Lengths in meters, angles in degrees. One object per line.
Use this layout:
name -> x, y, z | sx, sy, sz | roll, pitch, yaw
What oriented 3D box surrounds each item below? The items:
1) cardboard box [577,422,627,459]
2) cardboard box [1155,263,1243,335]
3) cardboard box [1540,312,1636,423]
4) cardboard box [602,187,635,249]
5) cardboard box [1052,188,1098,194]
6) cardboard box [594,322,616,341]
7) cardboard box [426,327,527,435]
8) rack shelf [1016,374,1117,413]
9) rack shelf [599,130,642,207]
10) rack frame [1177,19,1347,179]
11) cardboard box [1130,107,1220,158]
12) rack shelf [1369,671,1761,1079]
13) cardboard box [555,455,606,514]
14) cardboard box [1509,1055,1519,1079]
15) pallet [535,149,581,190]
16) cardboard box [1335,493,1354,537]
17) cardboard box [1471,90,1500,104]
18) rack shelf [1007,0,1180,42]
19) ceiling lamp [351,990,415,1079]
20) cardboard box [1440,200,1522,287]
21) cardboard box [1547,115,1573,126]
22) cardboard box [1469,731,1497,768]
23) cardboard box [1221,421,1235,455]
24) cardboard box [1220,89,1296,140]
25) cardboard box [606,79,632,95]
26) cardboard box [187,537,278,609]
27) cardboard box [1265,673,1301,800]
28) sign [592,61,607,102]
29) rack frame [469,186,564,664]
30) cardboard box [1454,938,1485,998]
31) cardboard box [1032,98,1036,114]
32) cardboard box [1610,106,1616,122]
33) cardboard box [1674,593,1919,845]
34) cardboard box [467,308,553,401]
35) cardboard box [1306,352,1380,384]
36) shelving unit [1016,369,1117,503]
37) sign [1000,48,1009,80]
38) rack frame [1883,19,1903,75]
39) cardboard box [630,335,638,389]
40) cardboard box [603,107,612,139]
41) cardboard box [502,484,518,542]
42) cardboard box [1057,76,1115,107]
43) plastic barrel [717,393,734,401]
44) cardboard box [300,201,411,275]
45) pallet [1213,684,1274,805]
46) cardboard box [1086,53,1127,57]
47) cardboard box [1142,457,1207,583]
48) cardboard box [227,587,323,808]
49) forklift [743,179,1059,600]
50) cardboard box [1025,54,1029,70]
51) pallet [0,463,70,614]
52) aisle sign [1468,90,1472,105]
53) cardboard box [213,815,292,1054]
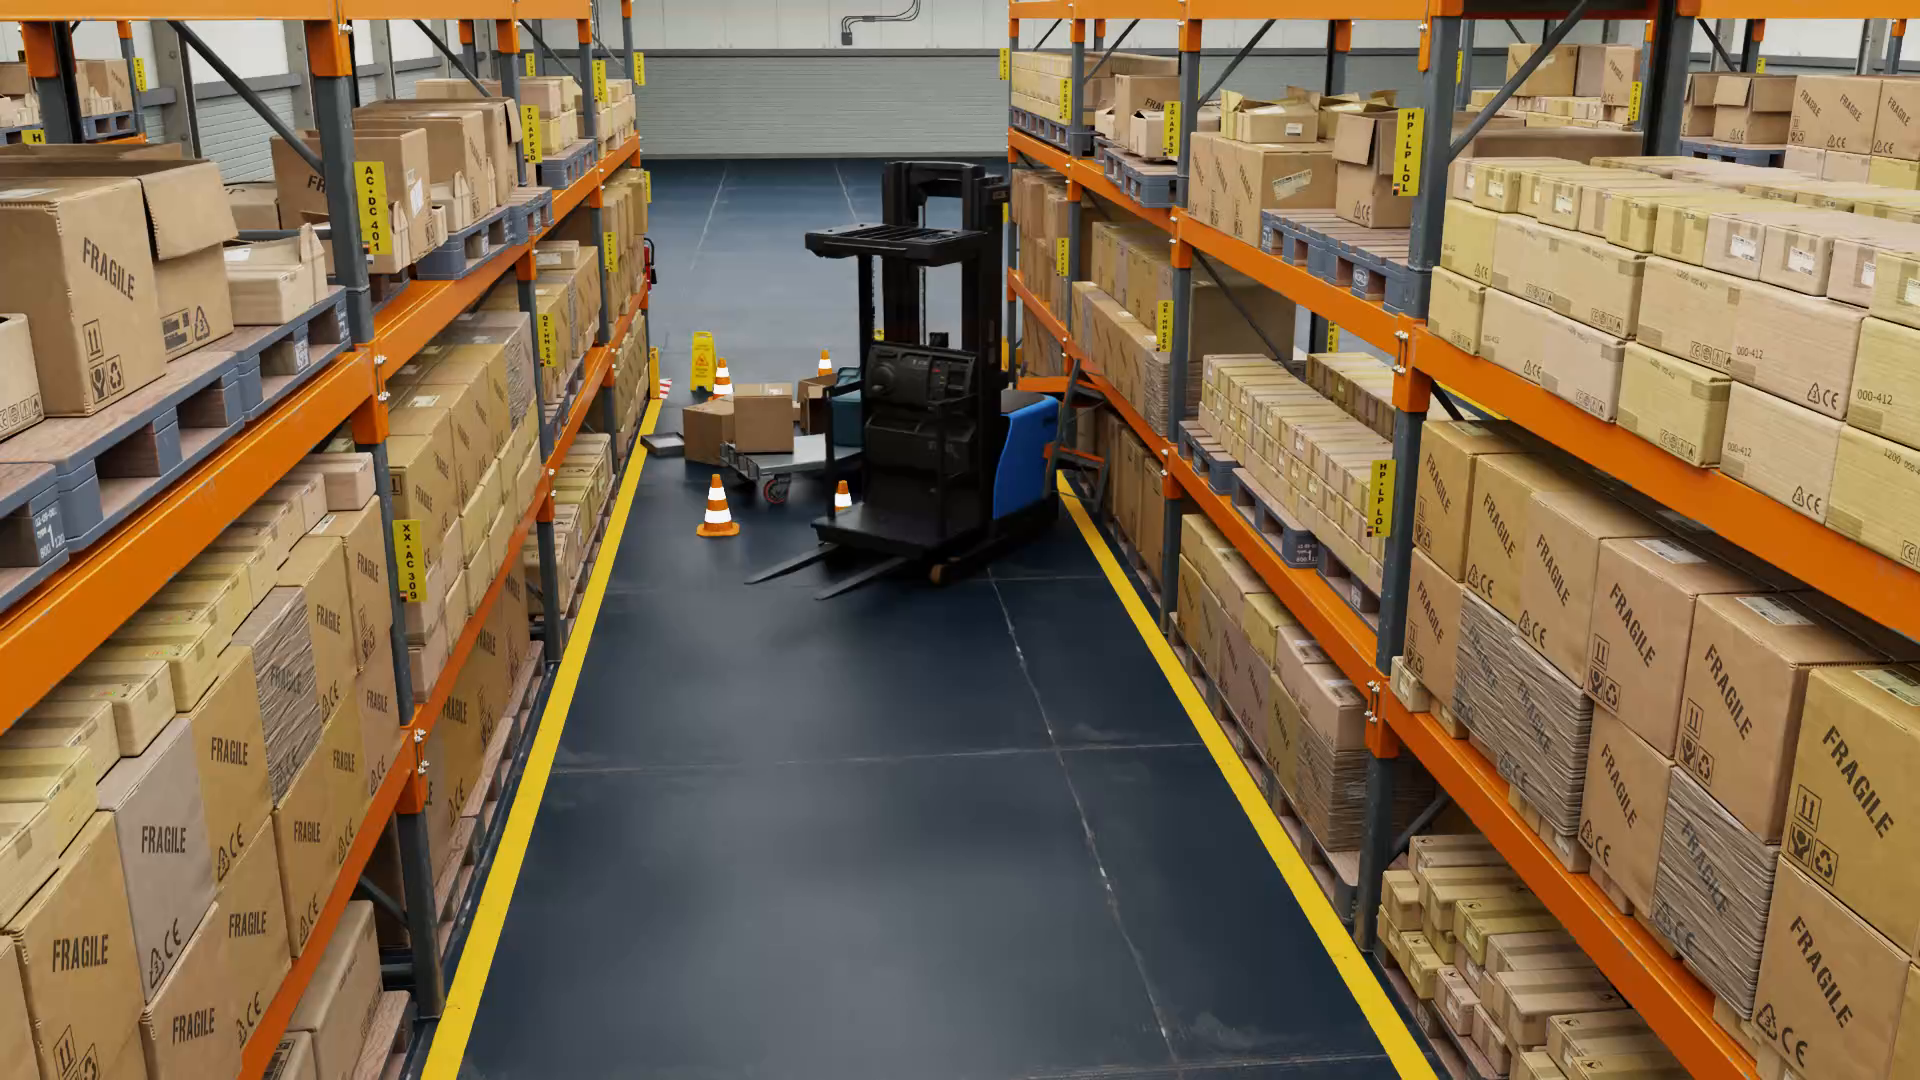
cardboard box -> -3.264, -0.907, 14.948 | 0.500, 0.250, 0.500 | -3, 18, -8
cardboard box -> 1.764, -1.635, 11.542 | 0.700, 0.500, 0.500 | -2, 18, -6
cardboard box -> 2.146, -0.543, 5.141 | 0.500, 0.250, 0.500 | -1, 17, -3
cardboard box -> -3.358, -2.942, 15.208 | 0.700, 0.500, 0.500 | -2, 18, -7
cardboard box -> 1.346, -3.041, 15.801 | 0.875, 0.550, 0.550 | -2, 18, -6
cardboard box -> -3.186, -1.818, 14.381 | 0.380, 0.149, 0.250 | -2, 18, -6
cardboard box -> -2.685, -0.869, 9.101 | 0.500, 0.500, 0.500 | -1, 17, -5
rack shelf -> 0.876, -1.141, 13.539 | 0.538, 0.278, 1.000 | 14, -1, -22
rack shelf -> -3.678, -3.518, 15.569 | 1.077, 0.370, 4.000 | -2, 18, -6
rack frame -> 1.854, -3.688, 9.901 | 1.000, 3.000, 0.127 | -2, 18, -6
cardboard box -> 1.447, -2.765, 11.248 | 0.500, 0.311, 0.500 | -2, 18, -6
rack shelf -> 2.472, 1.305, 5.213 | 1.077, 0.370, 4.000 | -2, 18, -6
cardboard box -> -3.200, -0.269, 9.595 | 0.950, 2.239, 7.527 | -1, 17, -2
cardboard box -> 2.227, 1.949, 6.020 | 0.380, 0.149, 0.250 | -3, 18, -8
pallet -> -3.404, -2.680, 12.011 | 1.213, 0.211, 1.003 | -2, 18, -6
cardboard box -> 1.978, -0.121, 7.778 | 0.380, 0.149, 0.250 | -1, 17, -3
cardboard box -> 5.771, -4.793, 18.013 | 0.380, 0.149, 0.250 | -2, 18, -6
rack shelf -> 1.235, -4.942, 15.763 | 1.077, 0.370, 4.000 | -2, 18, -6
ceiling lamp -> -2.646, 2.108, 6.109 | 1.003, 0.211, 1.213 | -2, 18, -6
cardboard box -> 2.077, -1.081, 6.022 | 0.500, 0.250, 0.500 | -1, 17, -4
cardboard box -> 5.977, -3.936, 15.948 | 0.500, 0.250, 0.500 | -2, 18, -6
cardboard box -> 2.150, 0.733, 6.255 | 0.380, 0.149, 0.250 | -3, 18, -8
cardboard box -> 1.755, -0.606, 9.819 | 0.380, 0.149, 0.250 | -1, 17, -3
cardboard box -> 1.674, -2.387, 9.320 | 0.396, 0.266, 0.258 | -2, 18, -6
cardboard box -> -3.556, -4.626, 16.986 | 0.380, 0.149, 0.250 | -2, 18, -5
cardboard box -> -2.258, 0.101, 4.927 | 0.380, 0.149, 0.250 | -2, 18, -6
cardboard box -> 1.887, 0.993, 8.480 | 0.500, 0.500, 0.500 | -2, 18, -7
sign -> -2.920, -3.718, 13.485 | 0.100, 0.325, 0.005 | -2, 18, -6
rack frame -> -3.060, -0.643, 10.217 | 1.000, 3.000, 0.127 | -2, 18, -6
cardboard box -> 2.162, 1.646, 6.489 | 0.380, 0.149, 0.250 | -2, 18, -6
cardboard box -> 0.902, -4.205, 16.106 | 0.380, 0.149, 0.250 | -2, 18, -5
cardboard box -> 6.127, -3.861, 15.044 | 0.380, 0.149, 0.250 | -2, 17, -5
cardboard box -> 2.269, 0.457, 4.382 | 0.500, 0.500, 0.500 | -1, 17, -3
cardboard box -> -2.876, -1.174, 10.544 | 0.500, 0.500, 0.500 | -2, 18, -7
cardboard box -> 2.360, -1.058, 10.265 | 0.380, 0.149, 0.250 | -2, 18, -8
shelving unit -> 0.805, -0.857, 13.535 | 0.538, 0.981, 1.030 | 14, -1, -22
sign -> 0.476, -5.080, 17.751 | 0.100, 0.325, 0.005 | -2, 18, -6
rack frame -> 10.899, -6.348, 18.373 | 1.000, 3.000, 0.127 | -2, 18, -6
cardboard box -> -3.440, -1.736, 16.336 | 0.500, 0.500, 0.500 | -2, 18, -7
cardboard box -> -3.308, -3.629, 14.474 | 0.500, 0.250, 0.500 | -2, 18, -6
cardboard box -> -2.645, -0.126, 8.822 | 0.500, 0.250, 0.500 | -2, 18, -6
cardboard box -> 1.135, -3.906, 14.488 | 0.500, 0.250, 0.500 | -2, 18, -6
plastic barrel -> -2.166, -1.228, 16.383 | 0.512, 0.421, 0.421 | 11, 21, 32
cardboard box -> -2.351, -1.178, 6.438 | 0.396, 0.266, 0.258 | -2, 18, -6
pallet -> 2.055, 1.100, 9.320 | 1.003, 0.211, 1.213 | -2, 18, -6
cardboard box -> 1.480, -4.831, 16.771 | 0.380, 0.149, 0.250 | -1, 17, -5
cardboard box -> 1.880, -0.137, 11.660 | 1.050, 0.750, 0.750 | -2, 18, -6
cardboard box -> -2.218, 0.459, 4.871 | 0.500, 0.500, 0.500 | -2, 17, -5
forklift -> -0.411, -1.179, 12.187 | 1.129, 2.843, 3.031 | 11, 20, 31
cardboard box -> 0.850, -4.737, 16.470 | 0.380, 0.149, 0.250 | -2, 18, -7
pallet -> -2.321, 0.131, 2.892 | 1.003, 0.211, 1.213 | -2, 18, -6
aisle sign -> 5.668, -4.582, 18.424 | 0.394, 0.787, 0.004 | -2, 18, -6
cardboard box -> -2.181, 1.090, 4.529 | 0.500, 0.500, 0.500 | -1, 17, -4
